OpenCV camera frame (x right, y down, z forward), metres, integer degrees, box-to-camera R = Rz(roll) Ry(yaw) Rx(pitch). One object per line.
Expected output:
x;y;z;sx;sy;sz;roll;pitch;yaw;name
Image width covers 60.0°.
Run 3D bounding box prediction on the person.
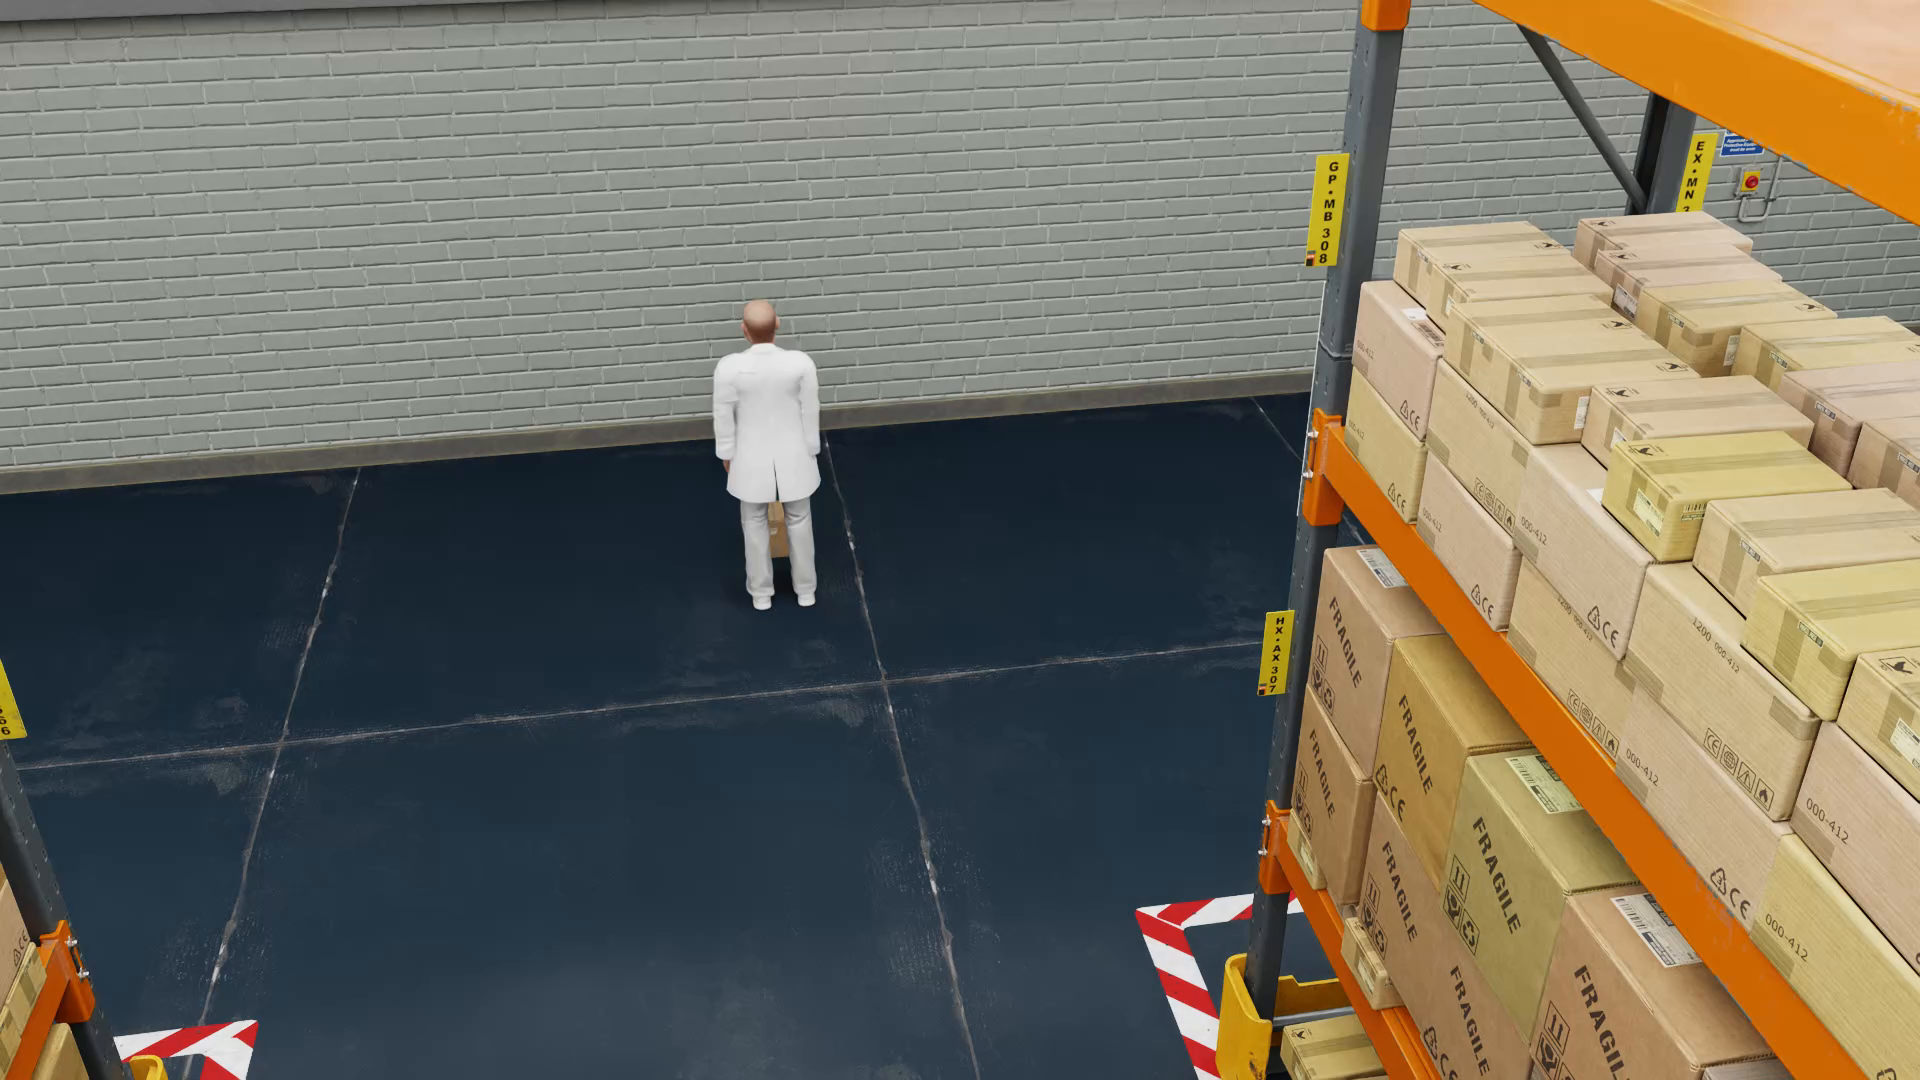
-1.030;-0.462;8.956;0.562;1.774;0.378;-5;31;-8;person
